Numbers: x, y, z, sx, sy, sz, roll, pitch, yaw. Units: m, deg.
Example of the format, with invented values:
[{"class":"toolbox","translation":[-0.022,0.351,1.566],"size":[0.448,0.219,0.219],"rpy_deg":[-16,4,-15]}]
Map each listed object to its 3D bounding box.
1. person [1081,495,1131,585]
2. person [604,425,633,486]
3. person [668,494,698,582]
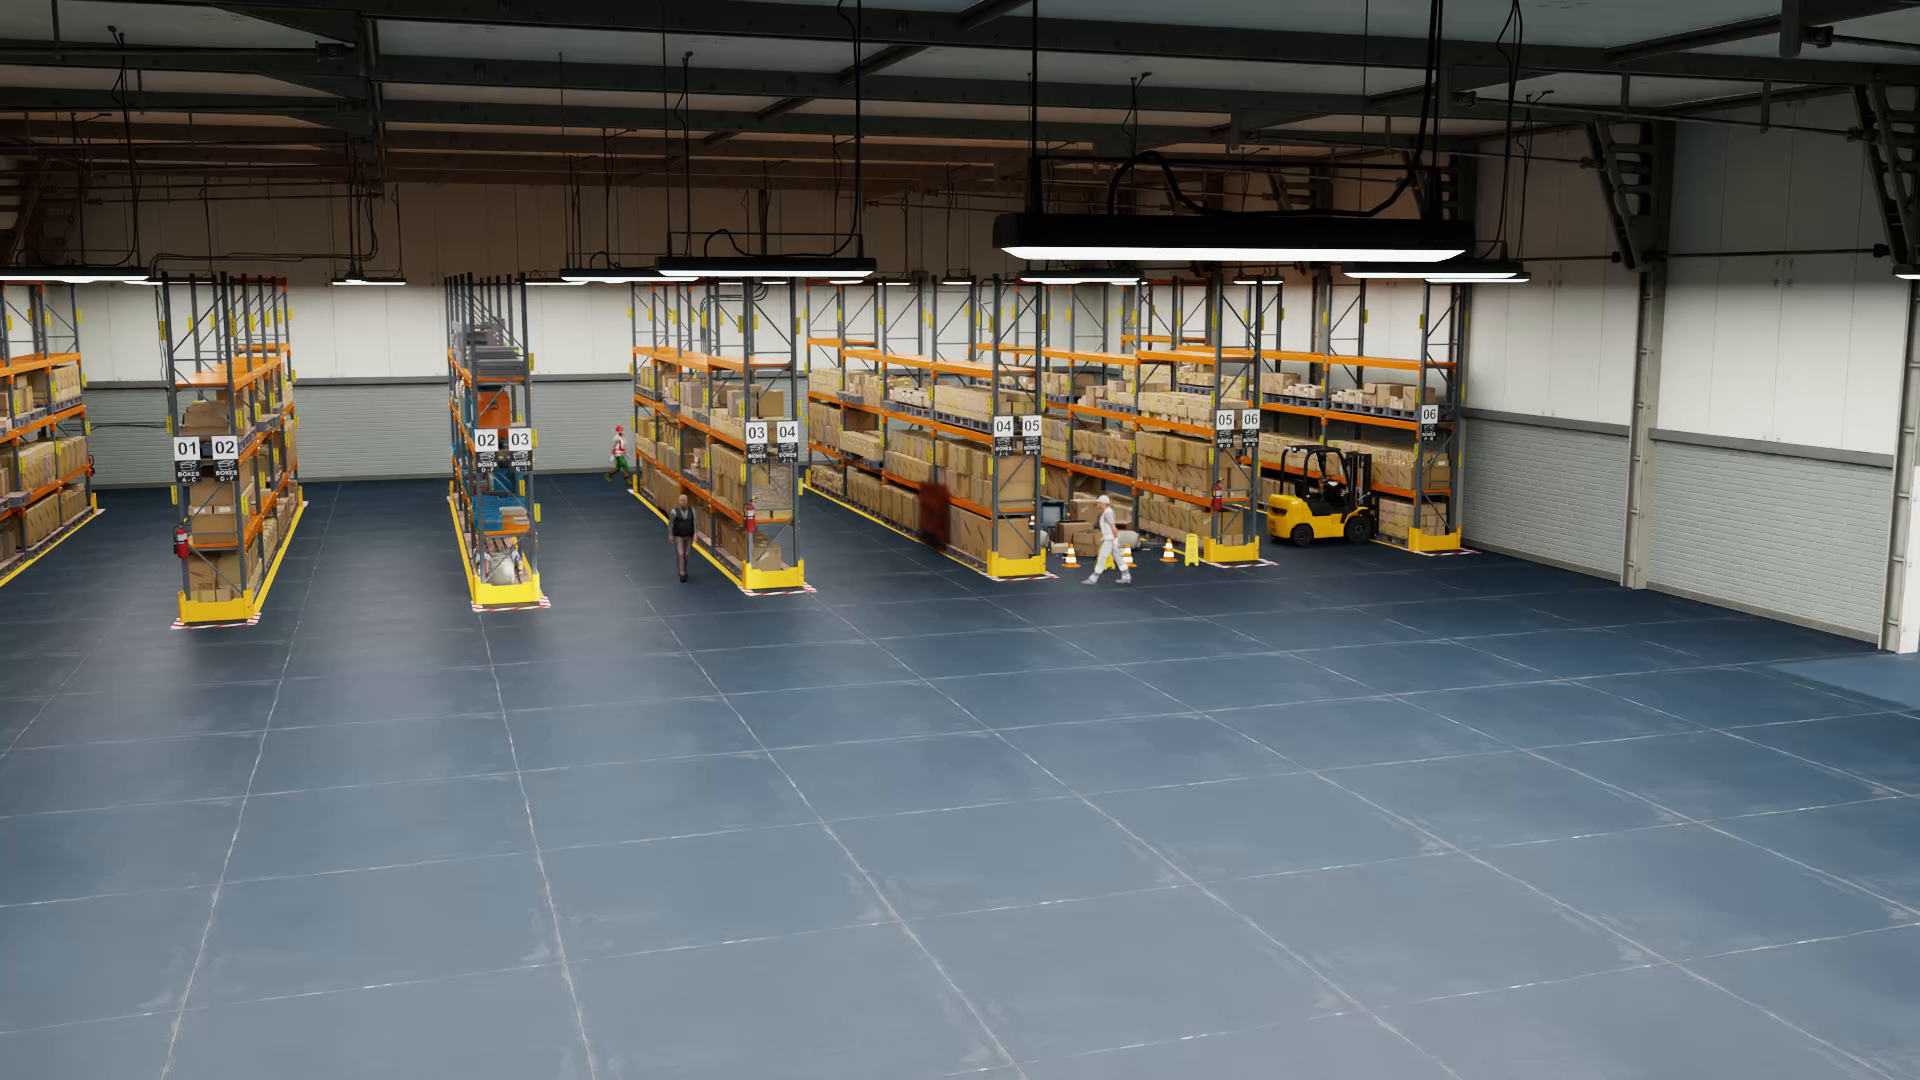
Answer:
[{"class":"person","translation":[2.836,-0.008,32.230],"size":[0.987,1.716,0.617],"rpy_deg":[0,9,0]},{"class":"person","translation":[-9.966,-2.473,48.592],"size":[1.003,1.758,0.524],"rpy_deg":[1,9,8]},{"class":"person","translation":[-5.425,-0.061,32.780],"size":[0.552,1.670,0.979],"rpy_deg":[-5,10,-30]}]
